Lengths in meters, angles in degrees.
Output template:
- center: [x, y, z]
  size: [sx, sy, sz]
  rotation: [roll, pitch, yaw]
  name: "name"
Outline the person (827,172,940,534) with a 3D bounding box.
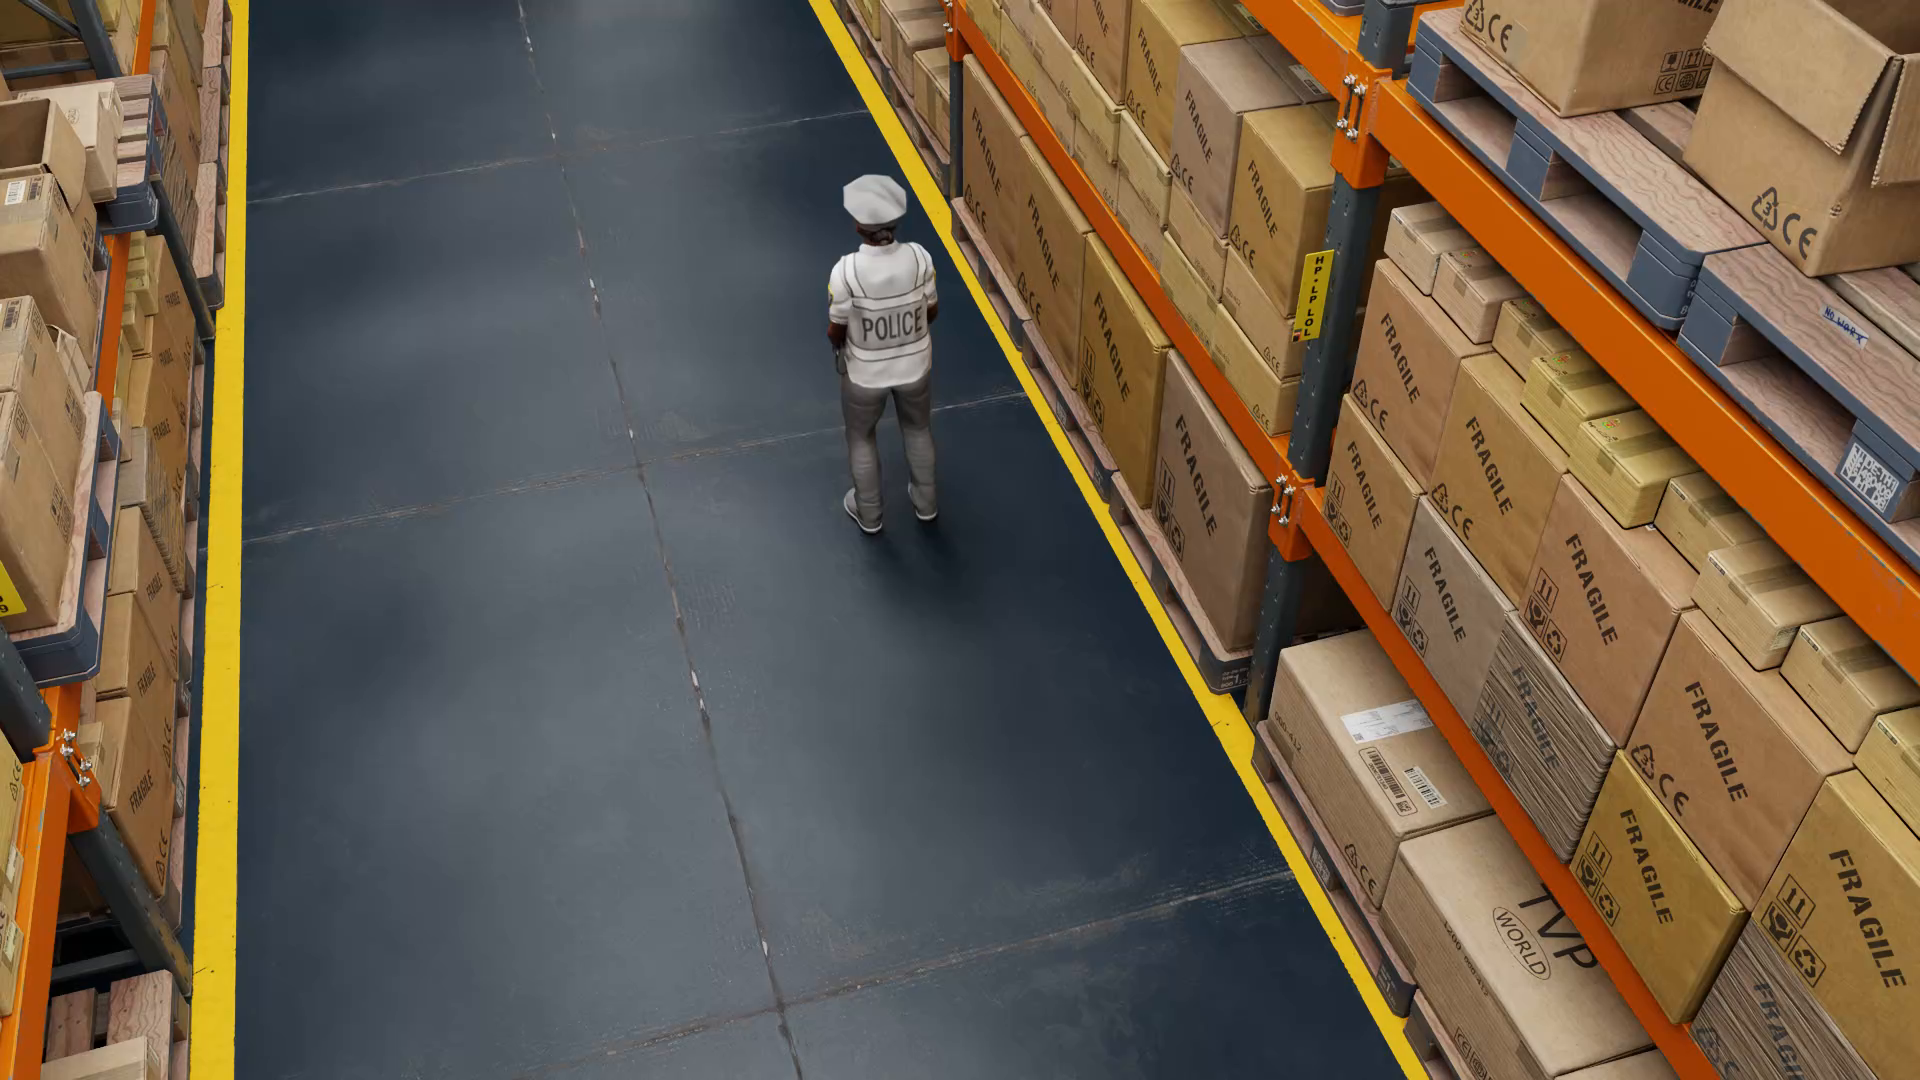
- center: [-0.310, -0.728, 6.950]
  size: [0.497, 1.667, 0.371]
  rotation: [-13, 44, -14]
  name: "person"
